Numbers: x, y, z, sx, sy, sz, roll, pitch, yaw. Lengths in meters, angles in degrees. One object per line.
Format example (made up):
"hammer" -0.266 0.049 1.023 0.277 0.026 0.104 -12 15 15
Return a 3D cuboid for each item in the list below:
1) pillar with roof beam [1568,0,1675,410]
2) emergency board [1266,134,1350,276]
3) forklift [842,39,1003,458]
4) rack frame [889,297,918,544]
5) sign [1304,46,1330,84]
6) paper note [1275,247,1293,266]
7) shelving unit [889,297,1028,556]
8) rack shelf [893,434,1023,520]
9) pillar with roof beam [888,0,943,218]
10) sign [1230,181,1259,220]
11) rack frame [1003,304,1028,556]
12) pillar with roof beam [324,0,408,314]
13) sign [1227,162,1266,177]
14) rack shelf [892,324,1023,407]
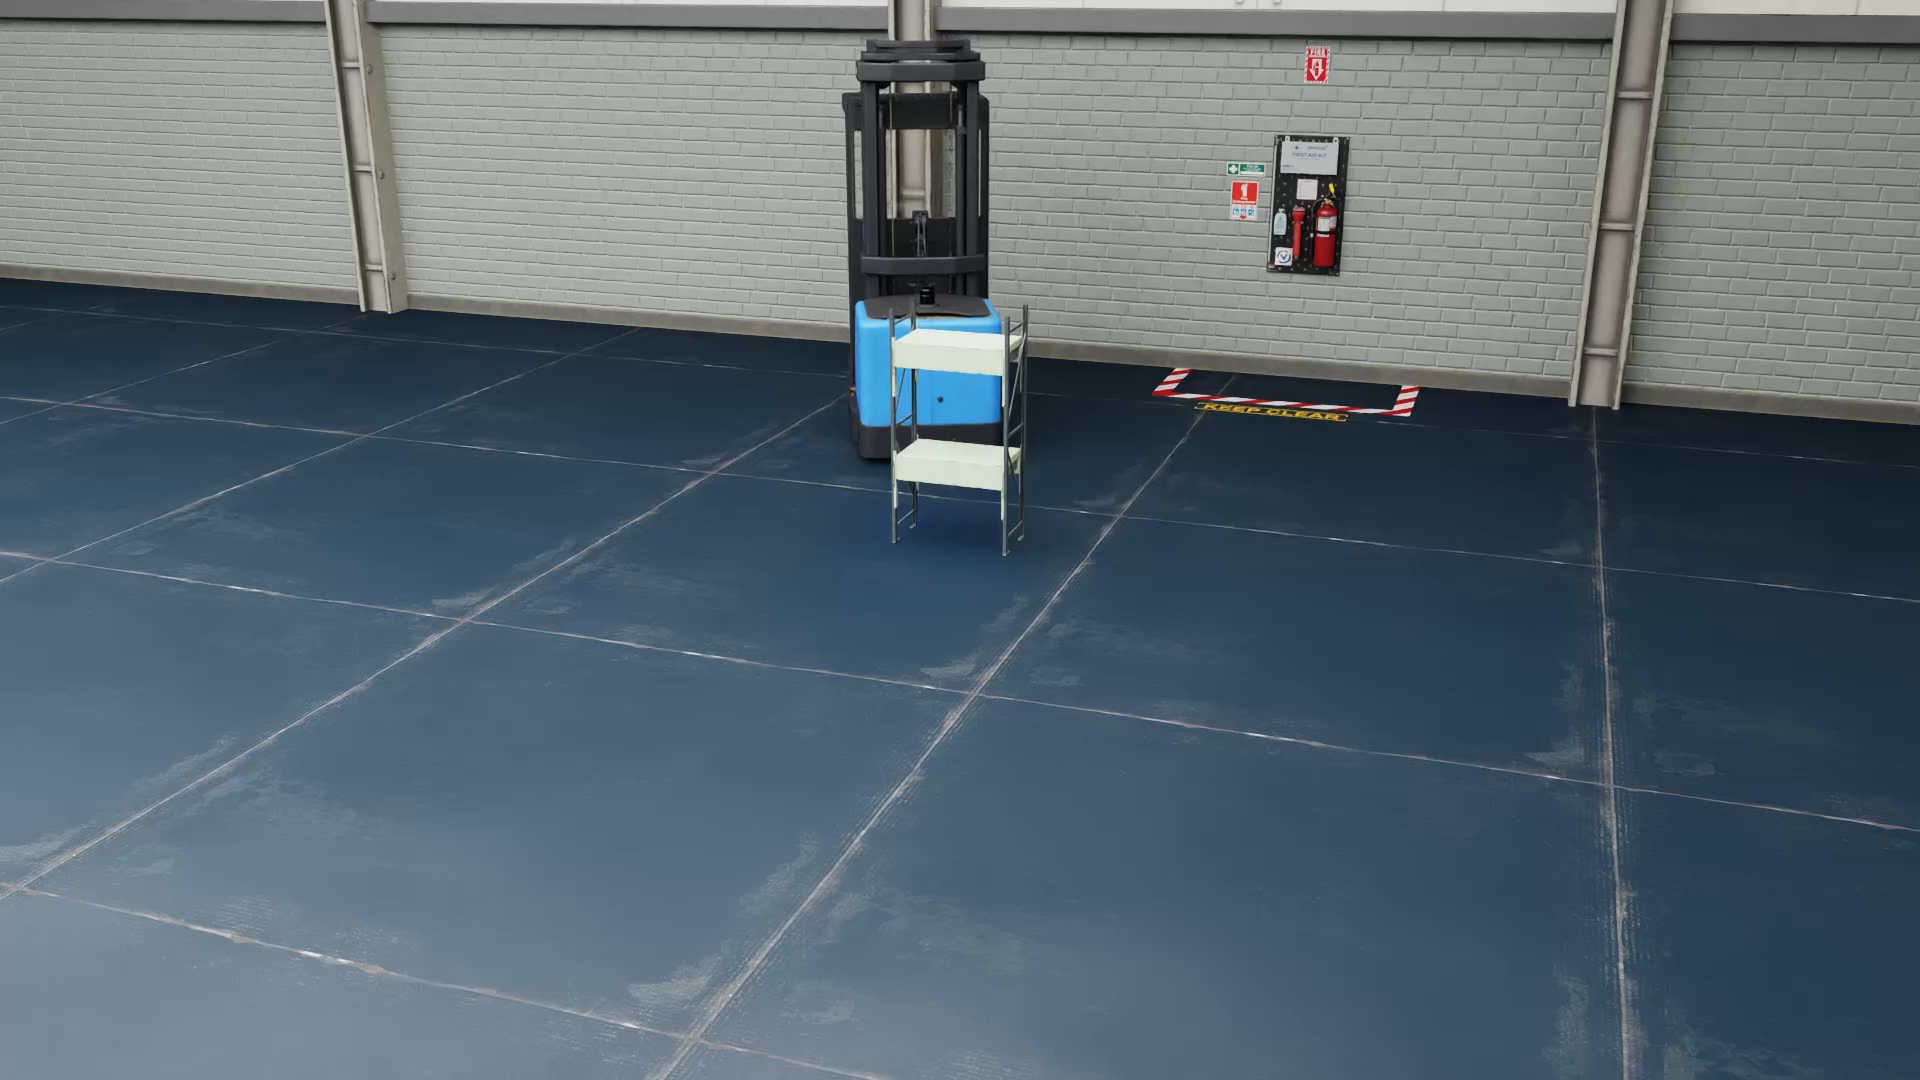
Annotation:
"pillar with roof beam" 3.857 -4.046 8.513 0.400 9.000 9.100 7 20 18
"emergency board" 2.948 -2.831 14.140 0.643 1.169 0.194 7 20 18
"forklift" -0.347 -2.416 13.055 1.130 2.935 3.031 -2 19 -5
"rack frame" -0.352 -0.748 10.445 0.023 1.500 0.400 7 20 18
"sign" 2.973 -3.957 13.850 0.199 0.298 0.001 7 20 18
"paper note" 2.804 -2.455 14.401 0.142 0.148 0.016 7 20 18
"shelving unit" -0.006 -0.709 10.331 0.755 1.500 0.431 7 20 18
"rack shelf" -0.006 -0.401 10.439 0.720 0.370 0.431 7 20 18
"pillar with roof beam" -1.810 -4.694 10.372 0.400 9.000 9.100 7 20 18
"sign" 2.460 -2.939 14.398 0.234 0.329 0.001 7 20 18
"rack frame" 0.339 -0.669 10.218 0.023 1.500 0.400 7 20 18
"pillar with roof beam" -7.478 -5.343 12.231 0.400 9.000 9.100 7 20 18
"sign" 2.461 -3.186 14.301 0.331 0.109 0.001 7 20 18
"rack shelf" -0.006 -1.077 10.203 0.720 0.370 0.431 7 20 18
